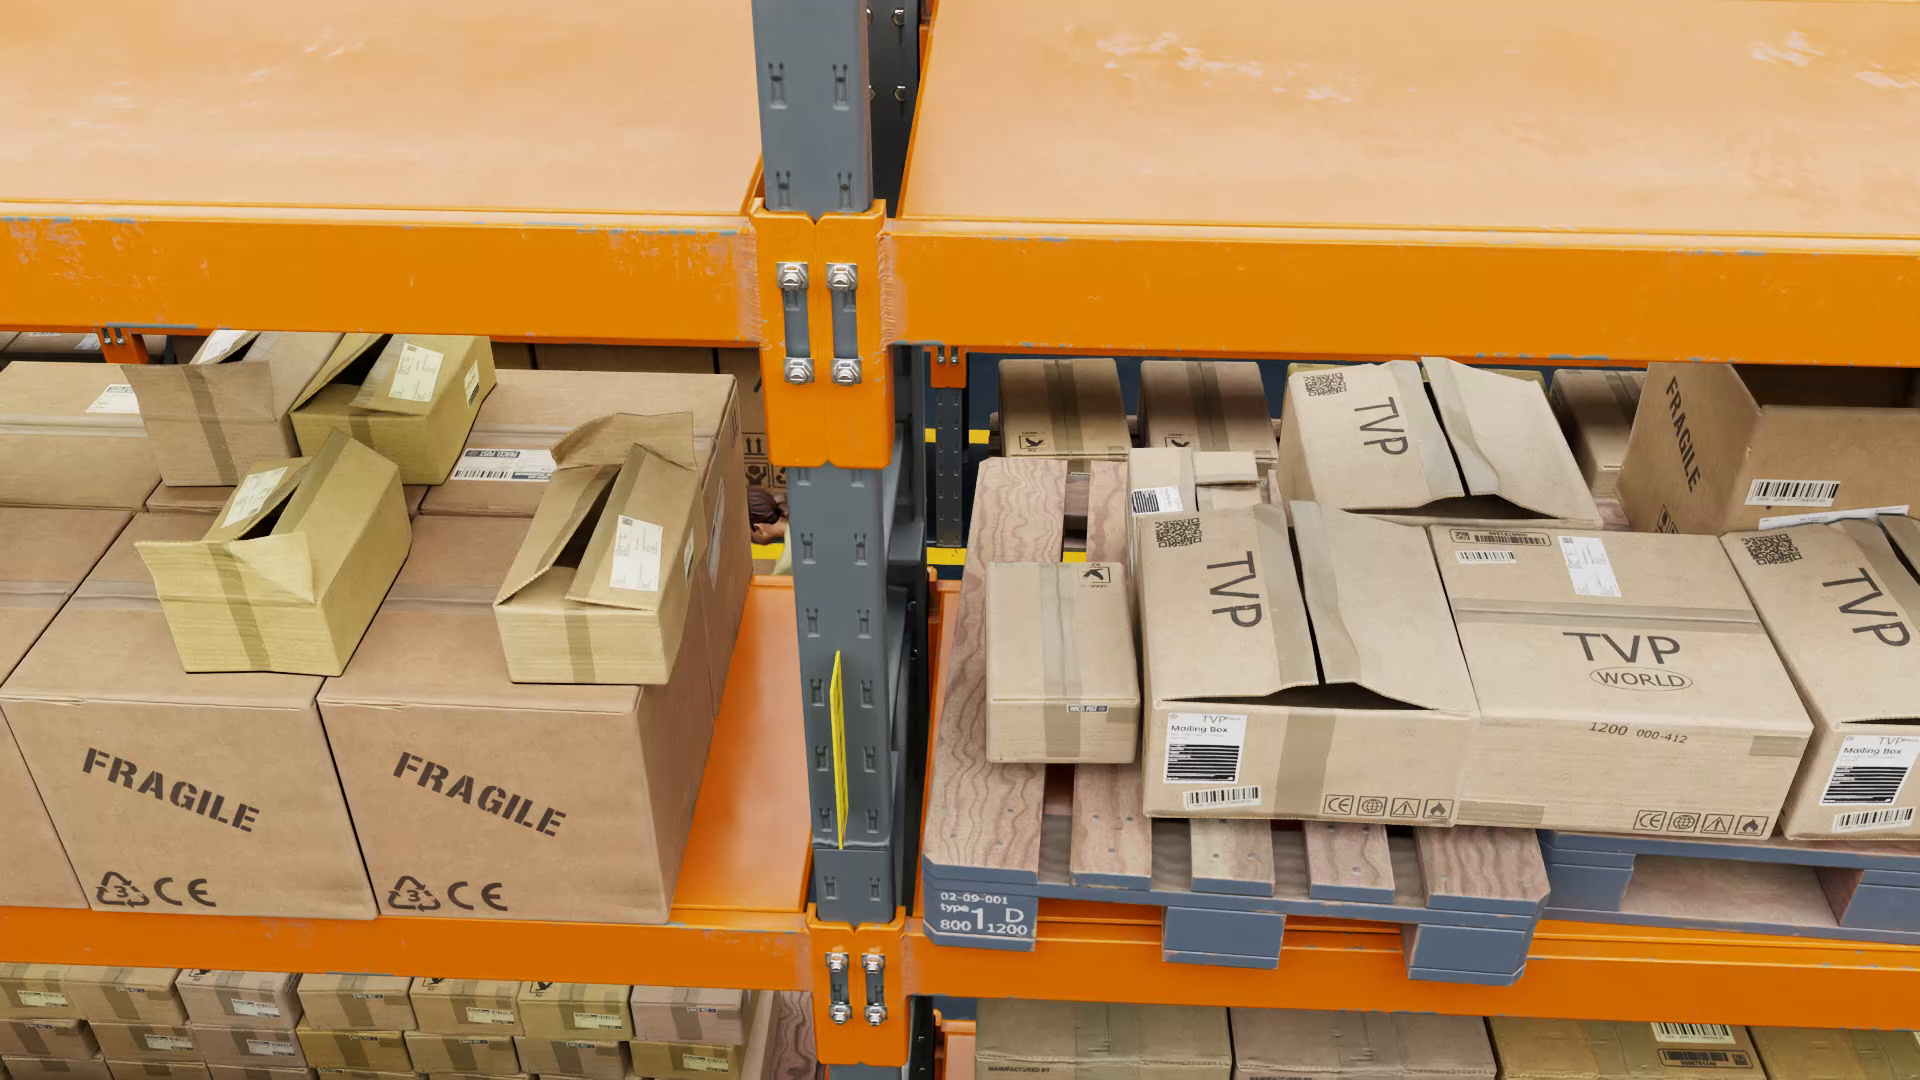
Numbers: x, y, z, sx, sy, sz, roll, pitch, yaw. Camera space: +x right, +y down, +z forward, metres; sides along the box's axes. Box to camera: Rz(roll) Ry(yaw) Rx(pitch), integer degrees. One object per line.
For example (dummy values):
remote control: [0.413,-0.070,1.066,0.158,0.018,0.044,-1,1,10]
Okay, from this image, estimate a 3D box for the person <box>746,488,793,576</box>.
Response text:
person: [-0.641,0.188,7.476,0.793,0.954,0.491,7,36,10]
